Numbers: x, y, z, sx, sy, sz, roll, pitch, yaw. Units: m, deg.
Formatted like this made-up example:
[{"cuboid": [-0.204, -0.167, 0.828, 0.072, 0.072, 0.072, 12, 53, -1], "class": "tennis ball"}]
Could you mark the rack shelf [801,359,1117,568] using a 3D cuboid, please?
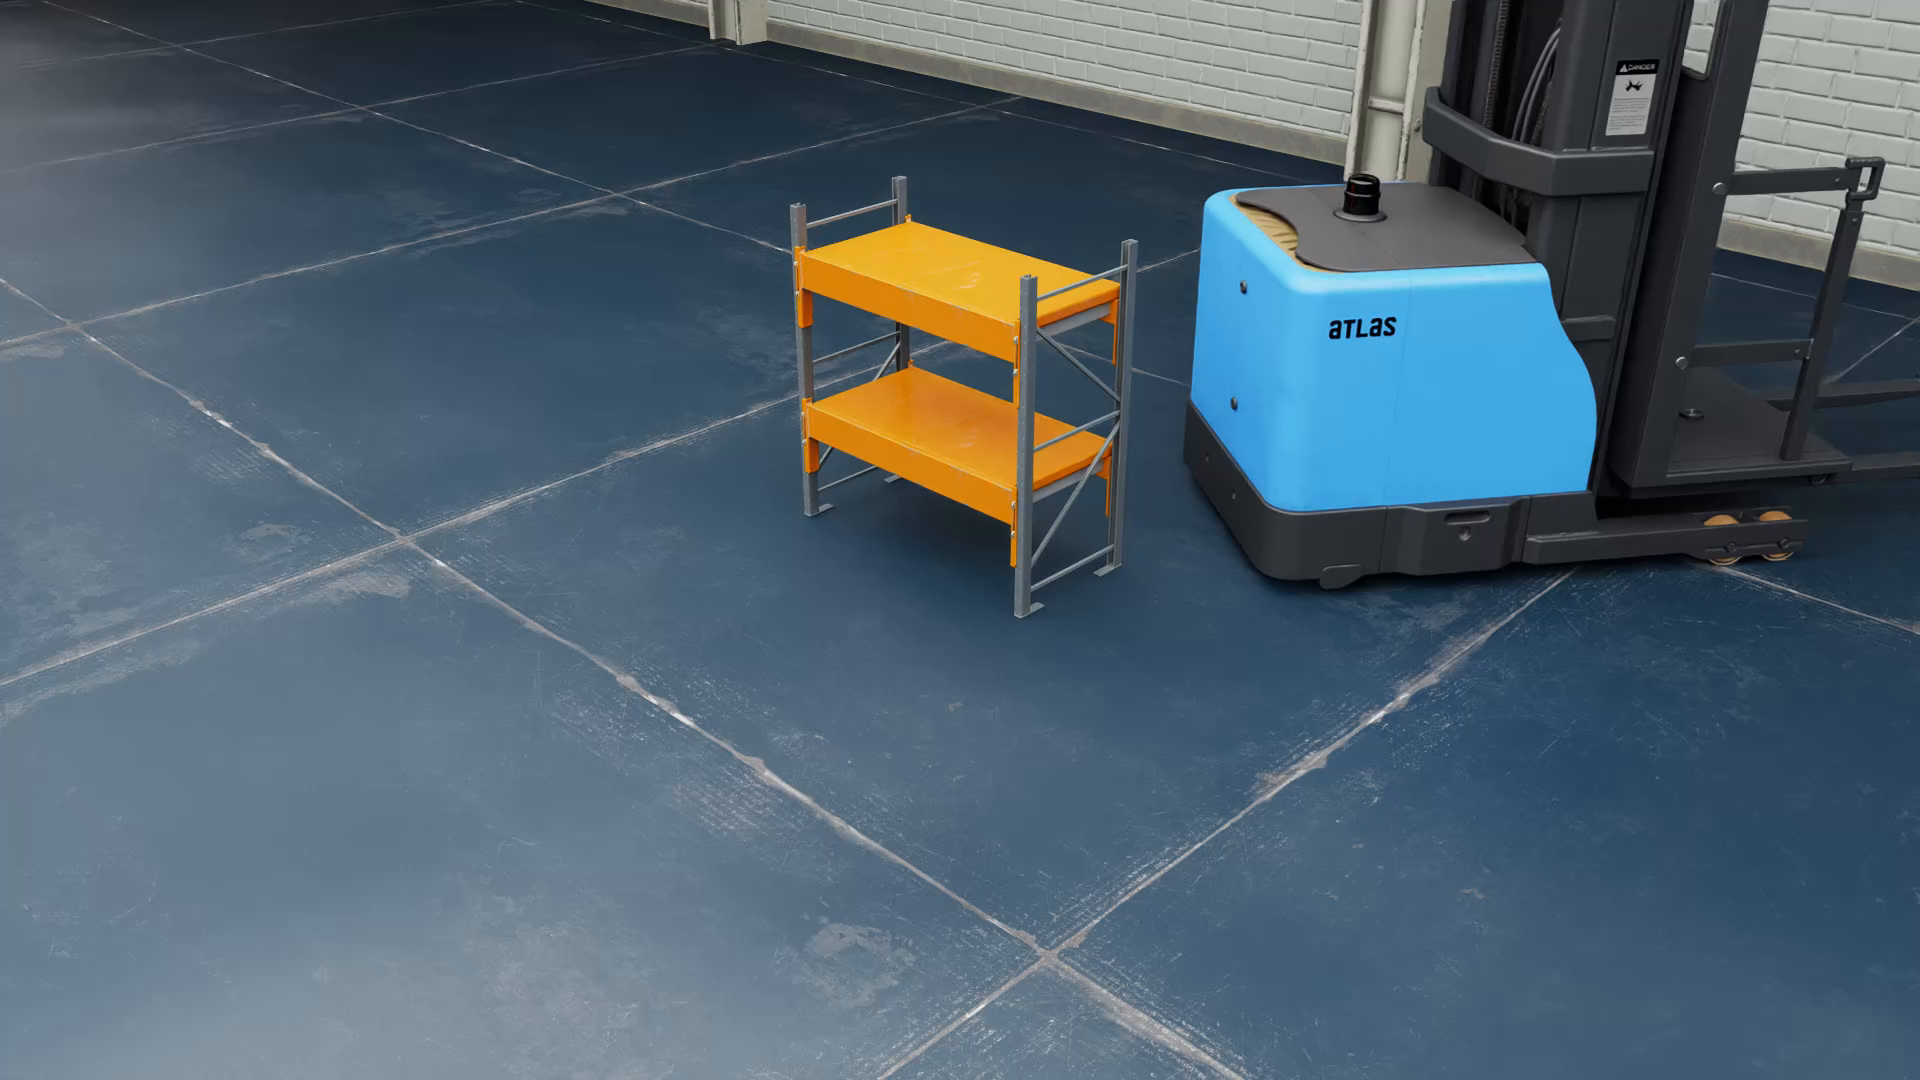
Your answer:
[{"cuboid": [-0.005, -0.284, 5.606, 1.000, 0.278, 0.538, 25, 36, 38], "class": "rack shelf"}]

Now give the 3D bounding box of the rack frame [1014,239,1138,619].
[{"cuboid": [0.358, -0.334, 5.177, 0.032, 1.125, 0.500, 25, 36, 38], "class": "rack frame"}]

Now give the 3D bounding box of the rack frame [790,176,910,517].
[{"cuboid": [-0.367, -0.666, 5.808, 0.032, 1.125, 0.500, 25, 36, 38], "class": "rack frame"}]

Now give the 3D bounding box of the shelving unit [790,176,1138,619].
[{"cuboid": [-0.005, -0.500, 5.492, 1.048, 1.125, 0.538, 25, 36, 38], "class": "shelving unit"}]

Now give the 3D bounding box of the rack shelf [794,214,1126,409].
[{"cuboid": [-0.005, -0.759, 5.356, 1.000, 0.278, 0.538, 25, 36, 38], "class": "rack shelf"}]

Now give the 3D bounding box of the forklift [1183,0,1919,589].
[{"cuboid": [2.391, -1.450, 5.359, 3.031, 2.935, 1.130, -4, 28, -8], "class": "forklift"}]

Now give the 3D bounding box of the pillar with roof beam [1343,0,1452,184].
[{"cuboid": [-0.522, -4.654, 4.932, 0.400, 9.000, 9.100, 25, 36, 38], "class": "pillar with roof beam"}]

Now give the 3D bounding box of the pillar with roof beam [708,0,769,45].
[{"cuboid": [-4.800, -6.612, 8.655, 0.400, 9.000, 9.100, 25, 36, 38], "class": "pillar with roof beam"}]
